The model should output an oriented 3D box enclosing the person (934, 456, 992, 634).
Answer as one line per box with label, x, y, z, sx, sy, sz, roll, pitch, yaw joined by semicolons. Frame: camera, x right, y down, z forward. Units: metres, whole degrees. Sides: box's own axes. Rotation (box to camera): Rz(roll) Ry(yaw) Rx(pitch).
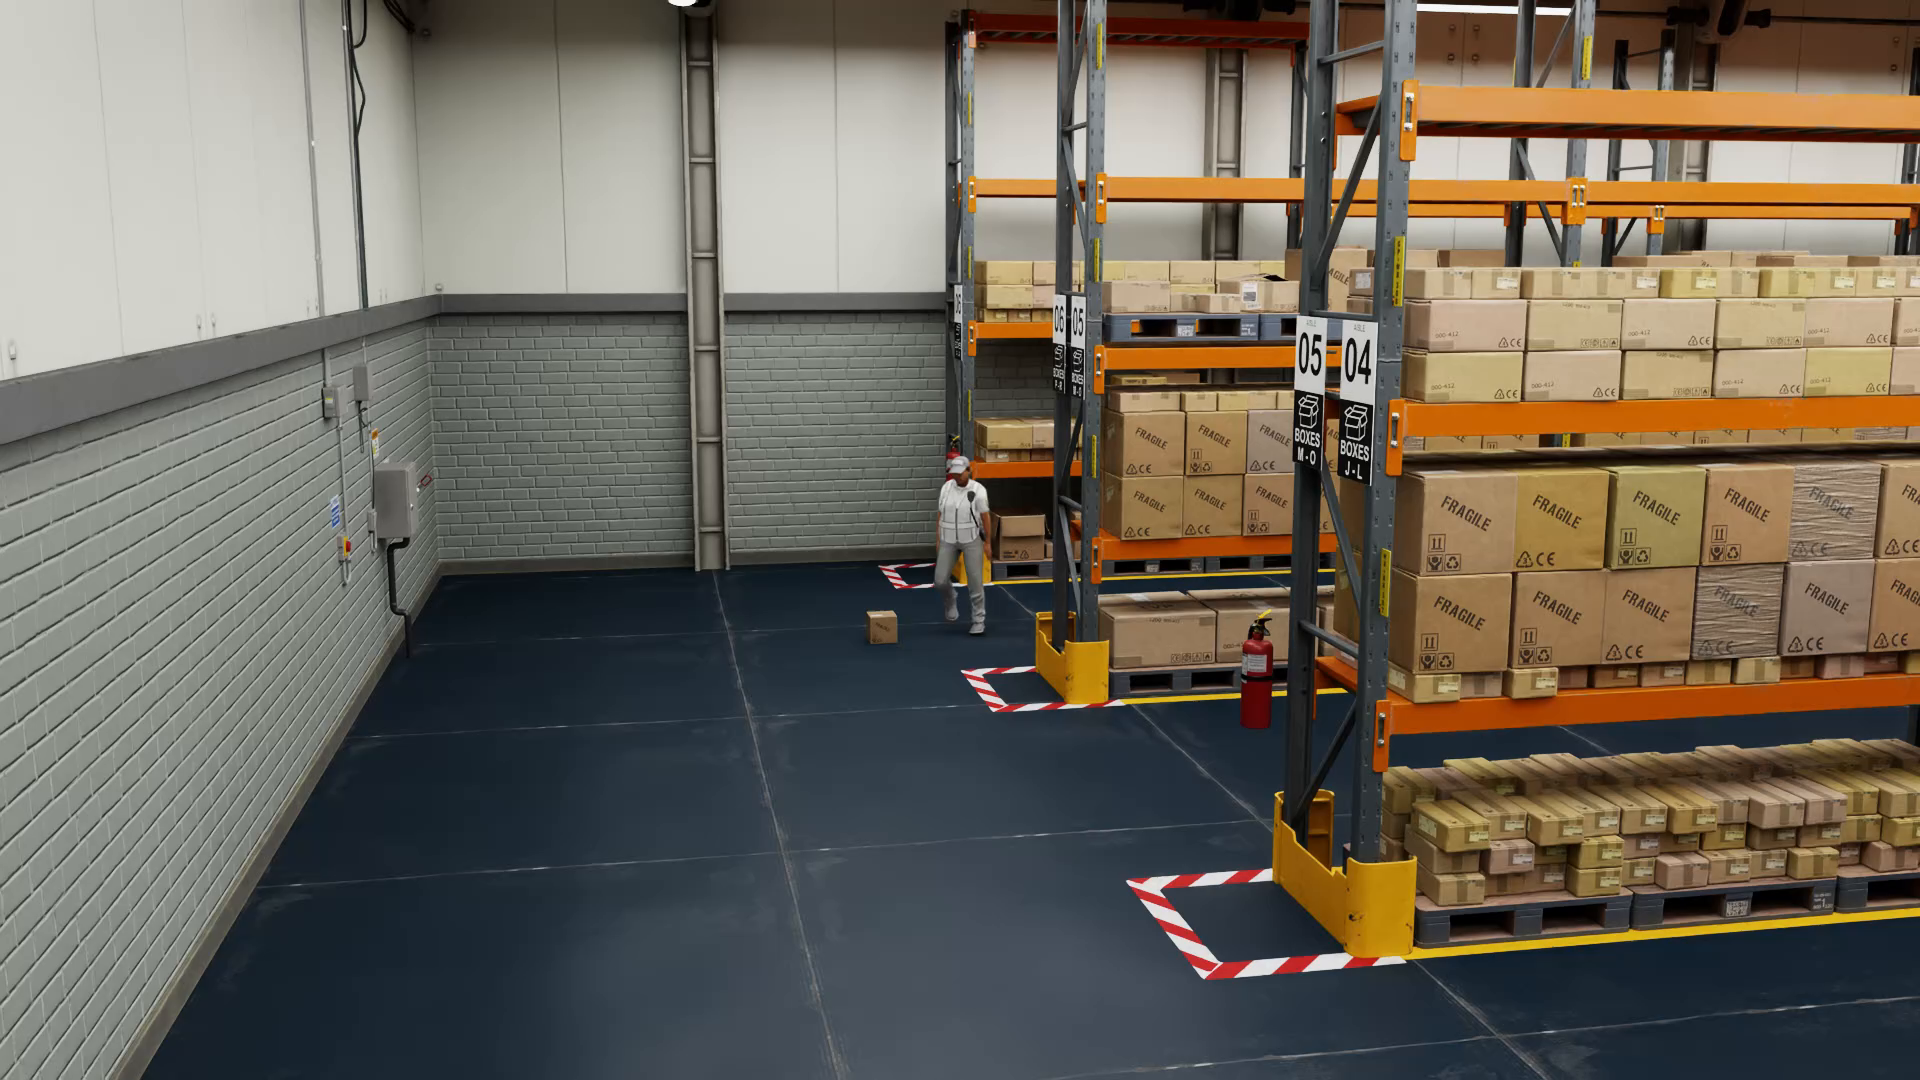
person;0.044;0.024;15.651;0.533;1.661;0.524;2;10;13
